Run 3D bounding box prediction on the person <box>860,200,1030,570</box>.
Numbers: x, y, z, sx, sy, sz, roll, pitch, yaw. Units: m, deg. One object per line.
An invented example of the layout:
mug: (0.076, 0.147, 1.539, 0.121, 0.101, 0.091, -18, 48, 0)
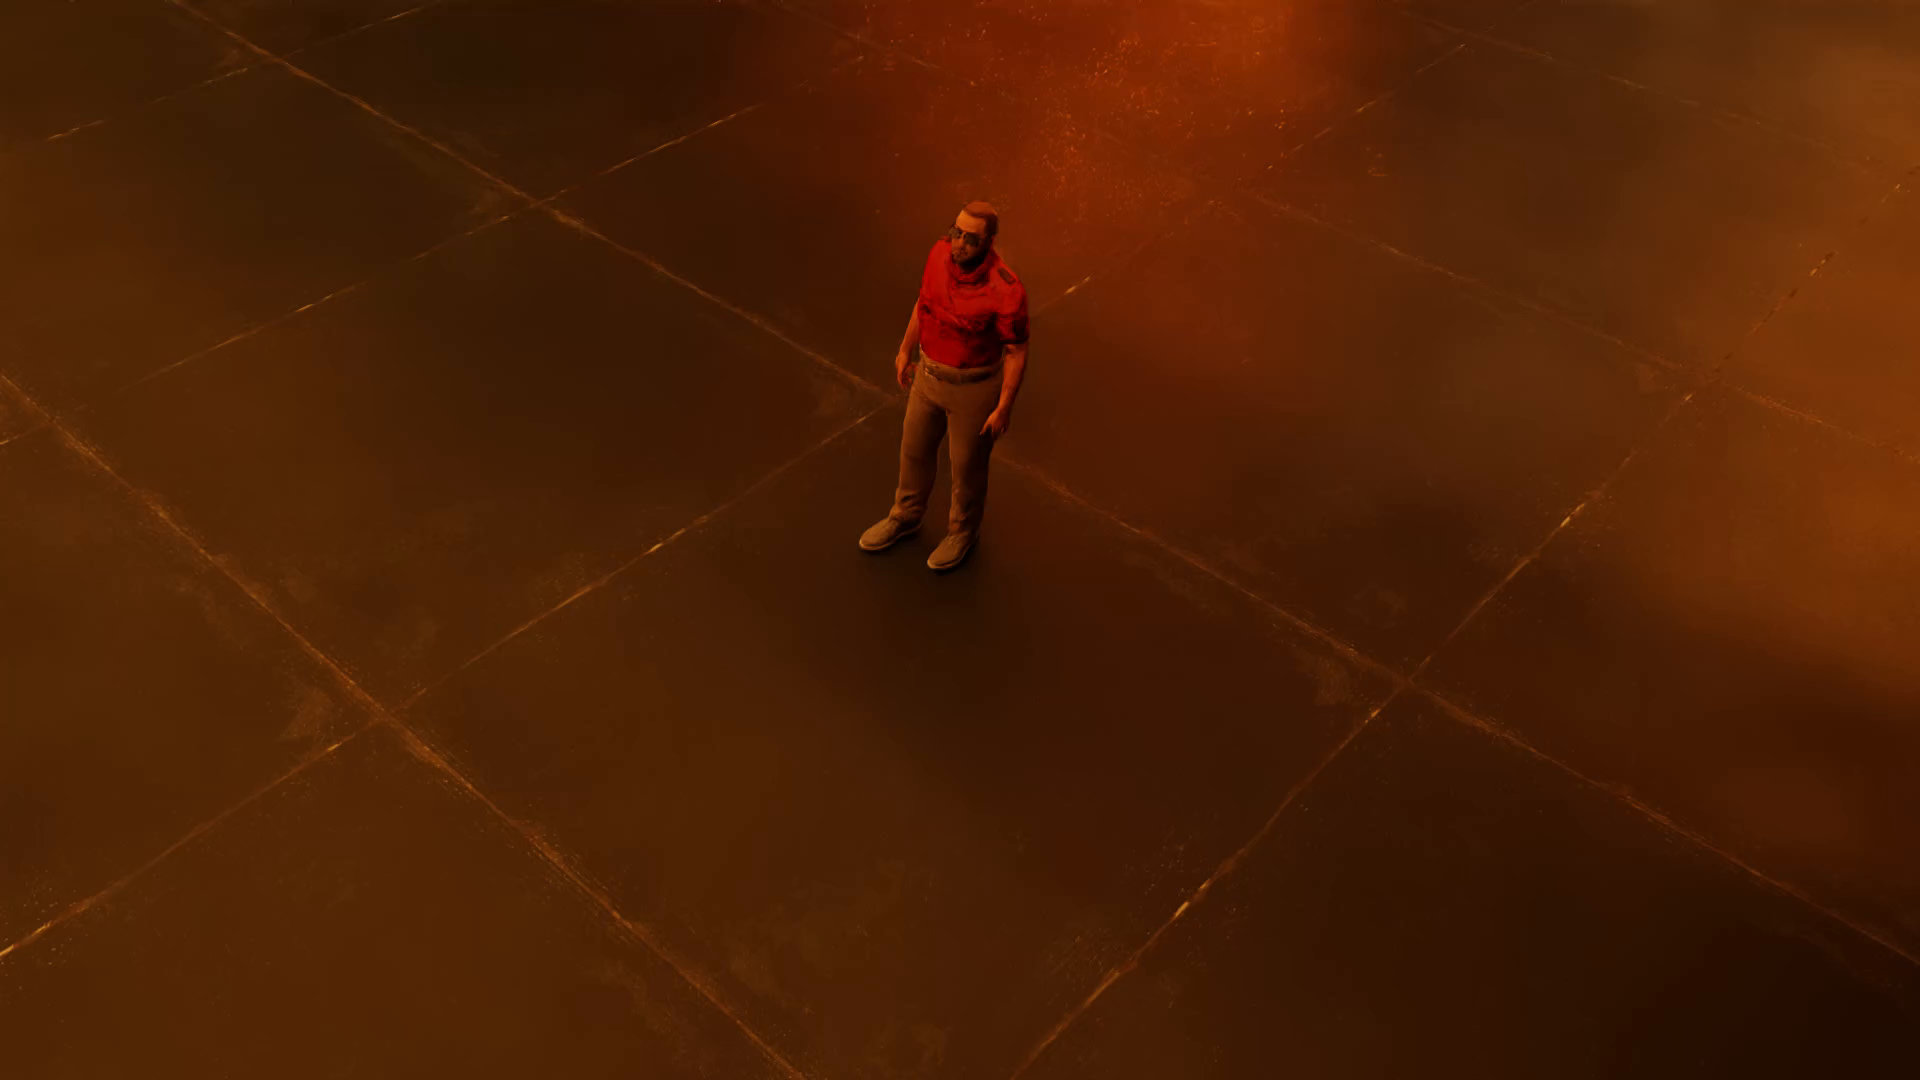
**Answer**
person: (-0.072, -0.625, 7.069, 0.635, 1.727, 0.550, 31, 49, 31)
